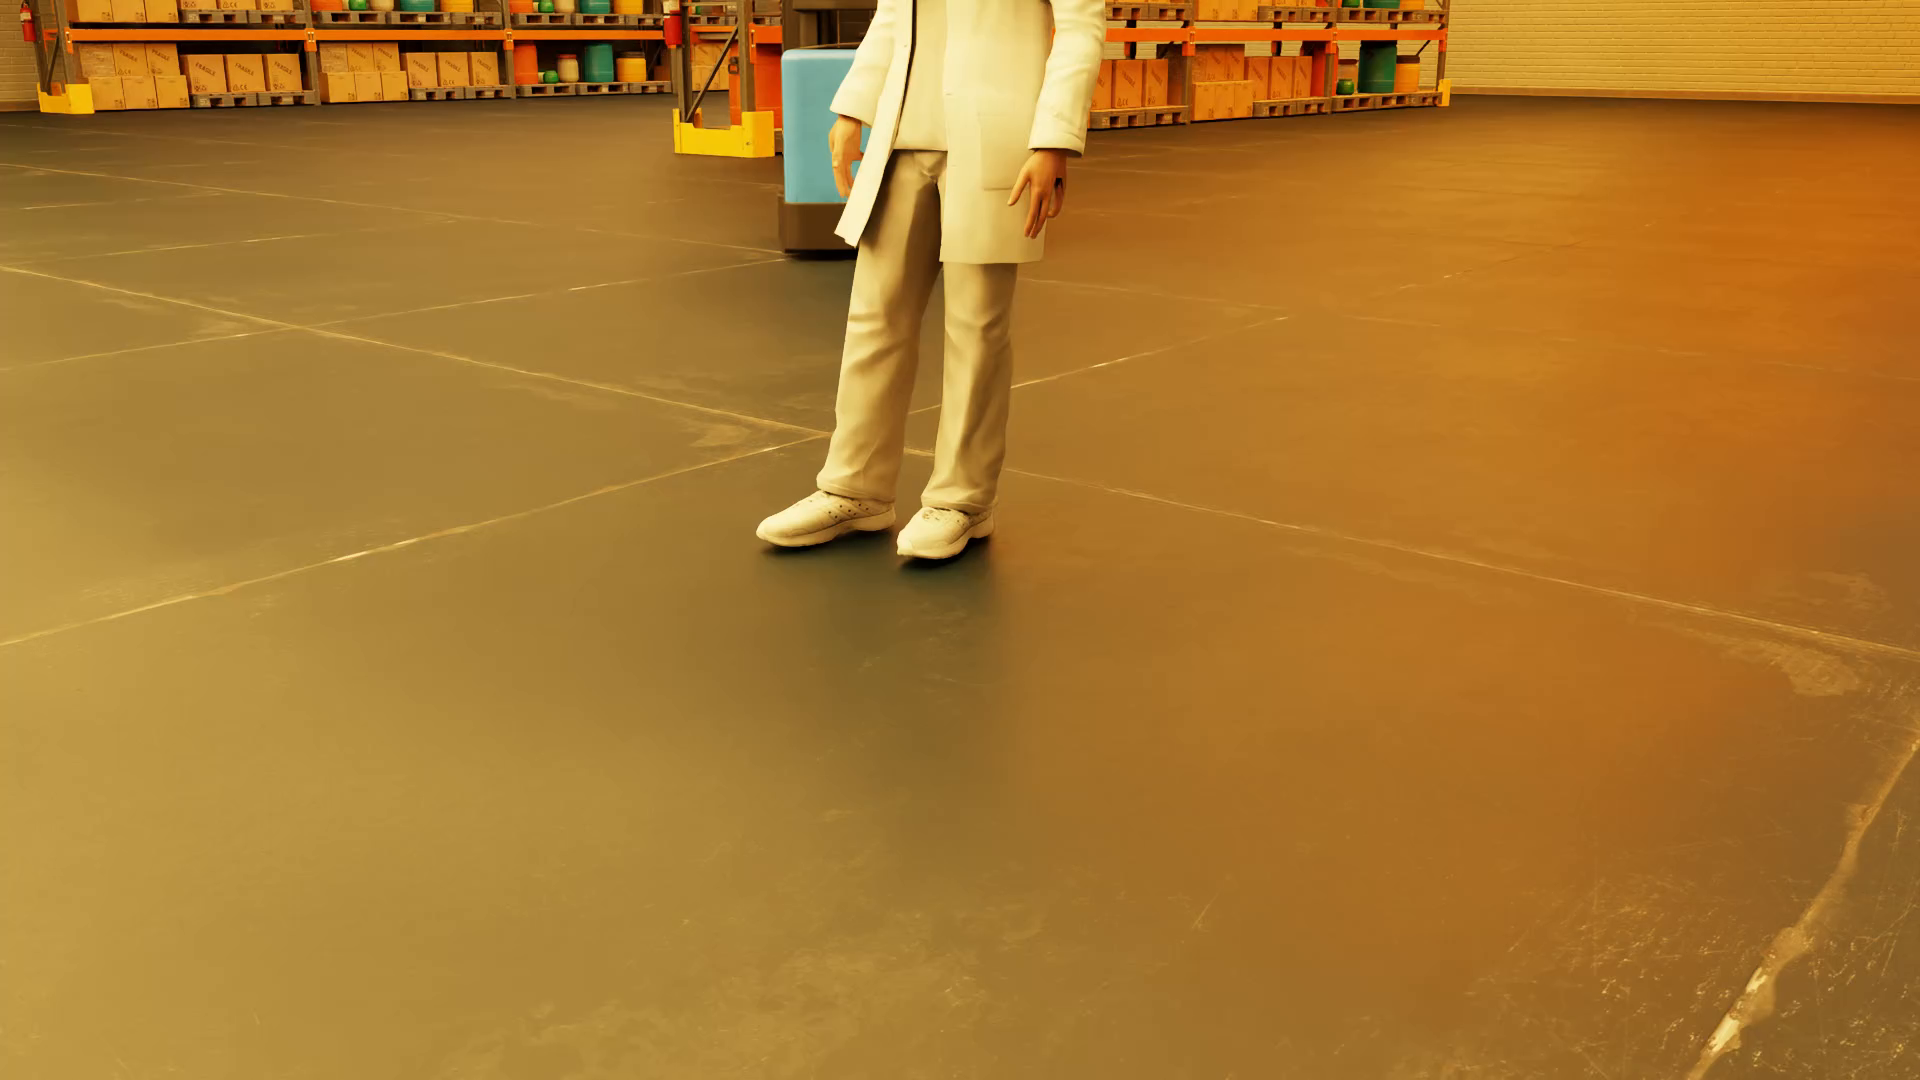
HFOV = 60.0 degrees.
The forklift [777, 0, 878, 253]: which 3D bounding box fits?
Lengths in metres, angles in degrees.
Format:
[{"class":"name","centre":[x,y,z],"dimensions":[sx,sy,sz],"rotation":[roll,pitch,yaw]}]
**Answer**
[{"class":"forklift","centre":[-0.503,-3.296,9.751],"dimensions":[1.130,2.935,3.031],"rotation":[-1,17,-4]}]

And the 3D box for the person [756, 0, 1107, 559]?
[{"class":"person","centre":[-0.061,-0.838,3.618],"dimensions":[0.696,1.776,0.581],"rotation":[13,21,37]}]
